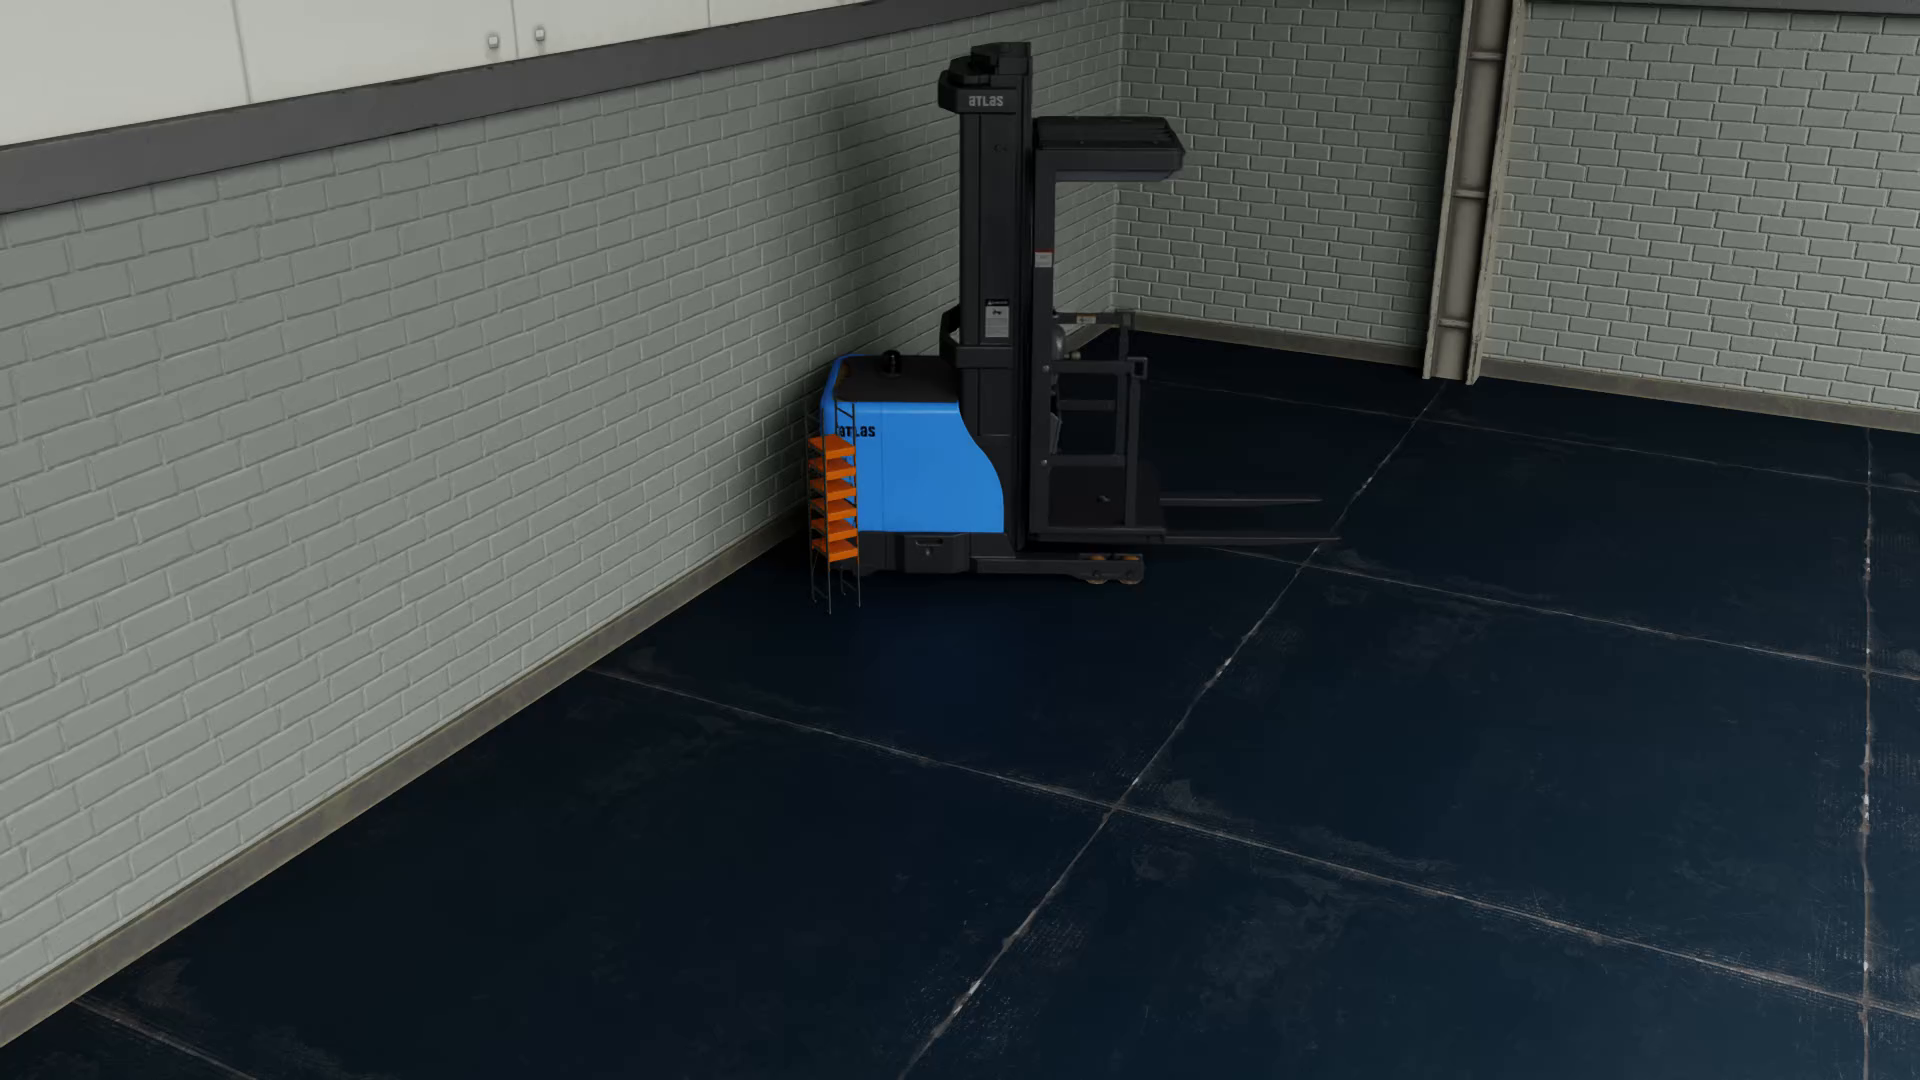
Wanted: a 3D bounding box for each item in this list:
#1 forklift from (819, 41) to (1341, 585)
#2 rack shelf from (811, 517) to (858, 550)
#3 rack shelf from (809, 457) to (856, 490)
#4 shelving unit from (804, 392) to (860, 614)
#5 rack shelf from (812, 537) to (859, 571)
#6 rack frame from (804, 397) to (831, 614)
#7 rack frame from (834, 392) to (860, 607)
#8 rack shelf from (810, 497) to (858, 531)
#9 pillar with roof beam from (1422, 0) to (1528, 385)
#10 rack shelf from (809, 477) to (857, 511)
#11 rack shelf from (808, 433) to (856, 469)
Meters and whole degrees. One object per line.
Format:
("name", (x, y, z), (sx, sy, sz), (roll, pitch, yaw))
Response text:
("forklift", (0.718, -1.299, 9.560), (3.031, 2.935, 1.130), (1, 23, 1))
("rack shelf", (-0.704, -0.046, 9.245), (0.180, 0.103, 0.258), (-13, 26, -27))
("rack shelf", (-0.704, -0.377, 9.104), (0.180, 0.103, 0.258), (-13, 26, -27))
("shelving unit", (-0.704, -0.197, 9.180), (0.189, 1.200, 0.258), (-13, 26, -27))
("rack shelf", (-0.704, 0.065, 9.292), (0.180, 0.103, 0.258), (-13, 26, -27))
("rack frame", (-0.783, -0.179, 9.138), (0.006, 1.200, 0.240), (-13, 26, -27))
("rack frame", (-0.625, -0.215, 9.222), (0.006, 1.200, 0.240), (-13, 26, -27))
("rack shelf", (-0.704, -0.156, 9.198), (0.180, 0.103, 0.258), (-13, 26, -27))
("pillar with roof beam", (1.994, -3.950, 8.039), (0.400, 9.000, 9.100), (11, 25, 25))
("rack shelf", (-0.704, -0.267, 9.151), (0.180, 0.103, 0.258), (-13, 26, -27))
("rack shelf", (-0.704, -0.487, 9.057), (0.180, 0.103, 0.258), (-13, 26, -27))
